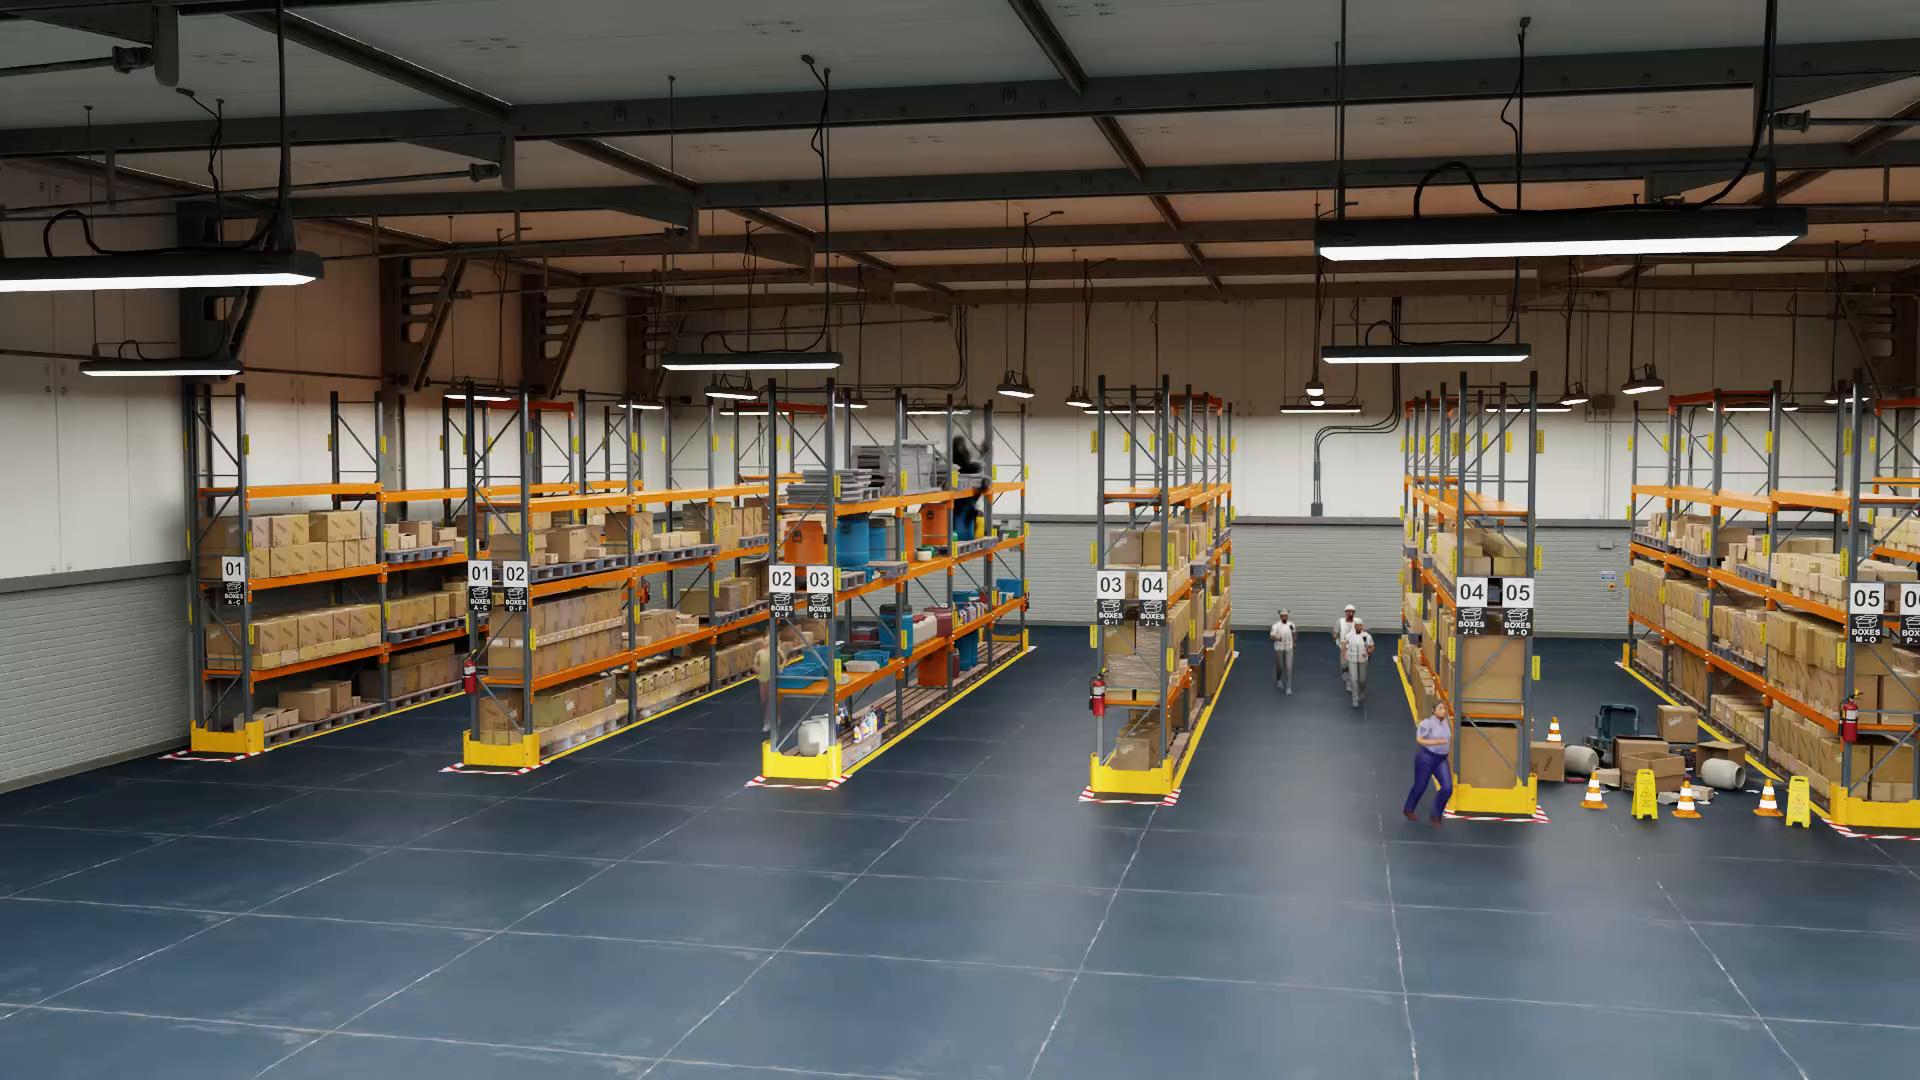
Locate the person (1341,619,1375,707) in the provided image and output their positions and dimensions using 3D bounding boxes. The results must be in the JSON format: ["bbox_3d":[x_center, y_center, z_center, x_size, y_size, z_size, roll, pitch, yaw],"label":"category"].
[{"bbox_3d":[7.656,2.347,32.013,0.627,1.648,0.808,1,3,11],"label":"person"}]

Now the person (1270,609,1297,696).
[{"bbox_3d":[6.525,2.224,33.501,0.581,1.705,0.924,0,3,3],"label":"person"}]

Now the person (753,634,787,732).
[{"bbox_3d":[-3.367,2.488,29.268,0.578,1.663,0.885,0,3,6],"label":"person"}]

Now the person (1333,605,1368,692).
[{"bbox_3d":[7.969,2.200,33.936,0.696,1.750,0.855,1,3,12],"label":"person"}]

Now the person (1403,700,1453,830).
[{"bbox_3d":[6.222,2.956,21.857,0.603,1.699,0.720,-1,4,-22],"label":"person"}]
